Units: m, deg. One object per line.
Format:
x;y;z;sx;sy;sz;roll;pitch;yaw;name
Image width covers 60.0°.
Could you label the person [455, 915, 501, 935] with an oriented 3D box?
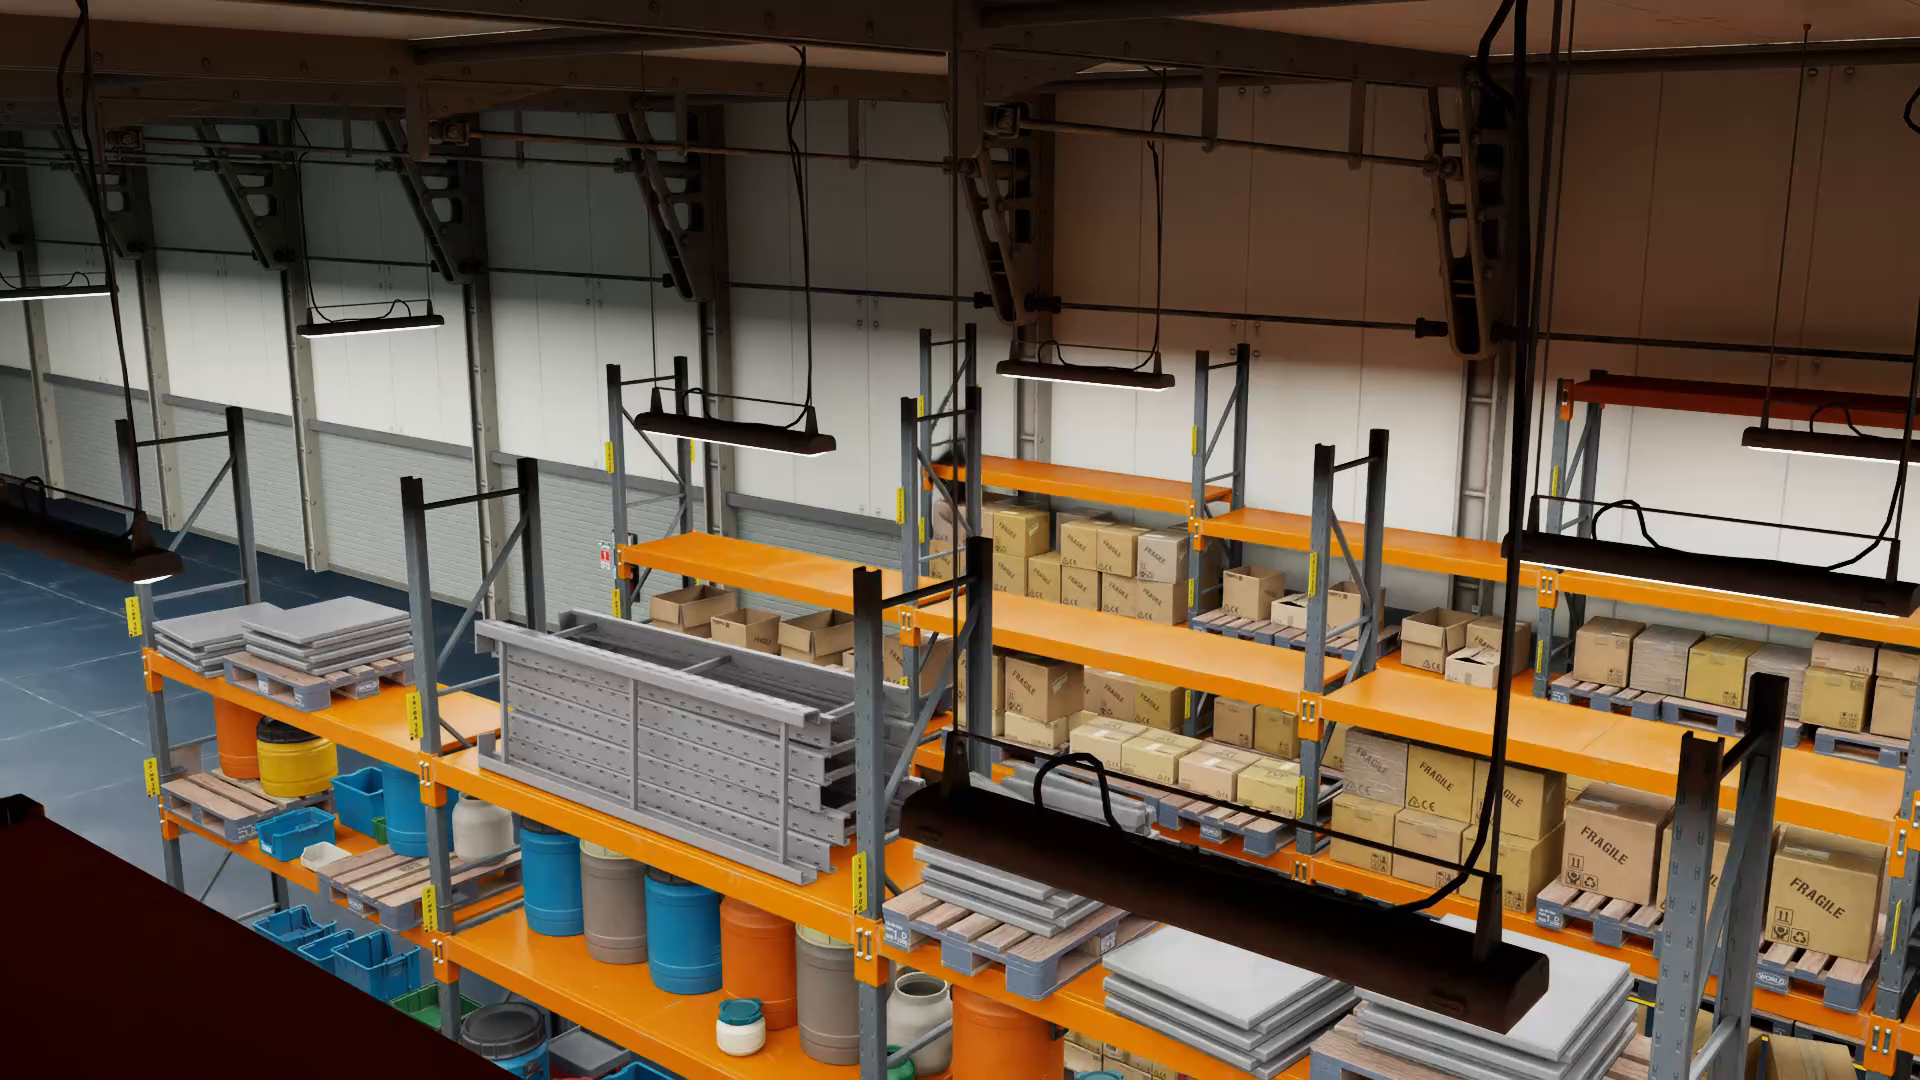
-5.074;3.501;17.108;0.697;1.596;0.720;-4;13;-17;person
